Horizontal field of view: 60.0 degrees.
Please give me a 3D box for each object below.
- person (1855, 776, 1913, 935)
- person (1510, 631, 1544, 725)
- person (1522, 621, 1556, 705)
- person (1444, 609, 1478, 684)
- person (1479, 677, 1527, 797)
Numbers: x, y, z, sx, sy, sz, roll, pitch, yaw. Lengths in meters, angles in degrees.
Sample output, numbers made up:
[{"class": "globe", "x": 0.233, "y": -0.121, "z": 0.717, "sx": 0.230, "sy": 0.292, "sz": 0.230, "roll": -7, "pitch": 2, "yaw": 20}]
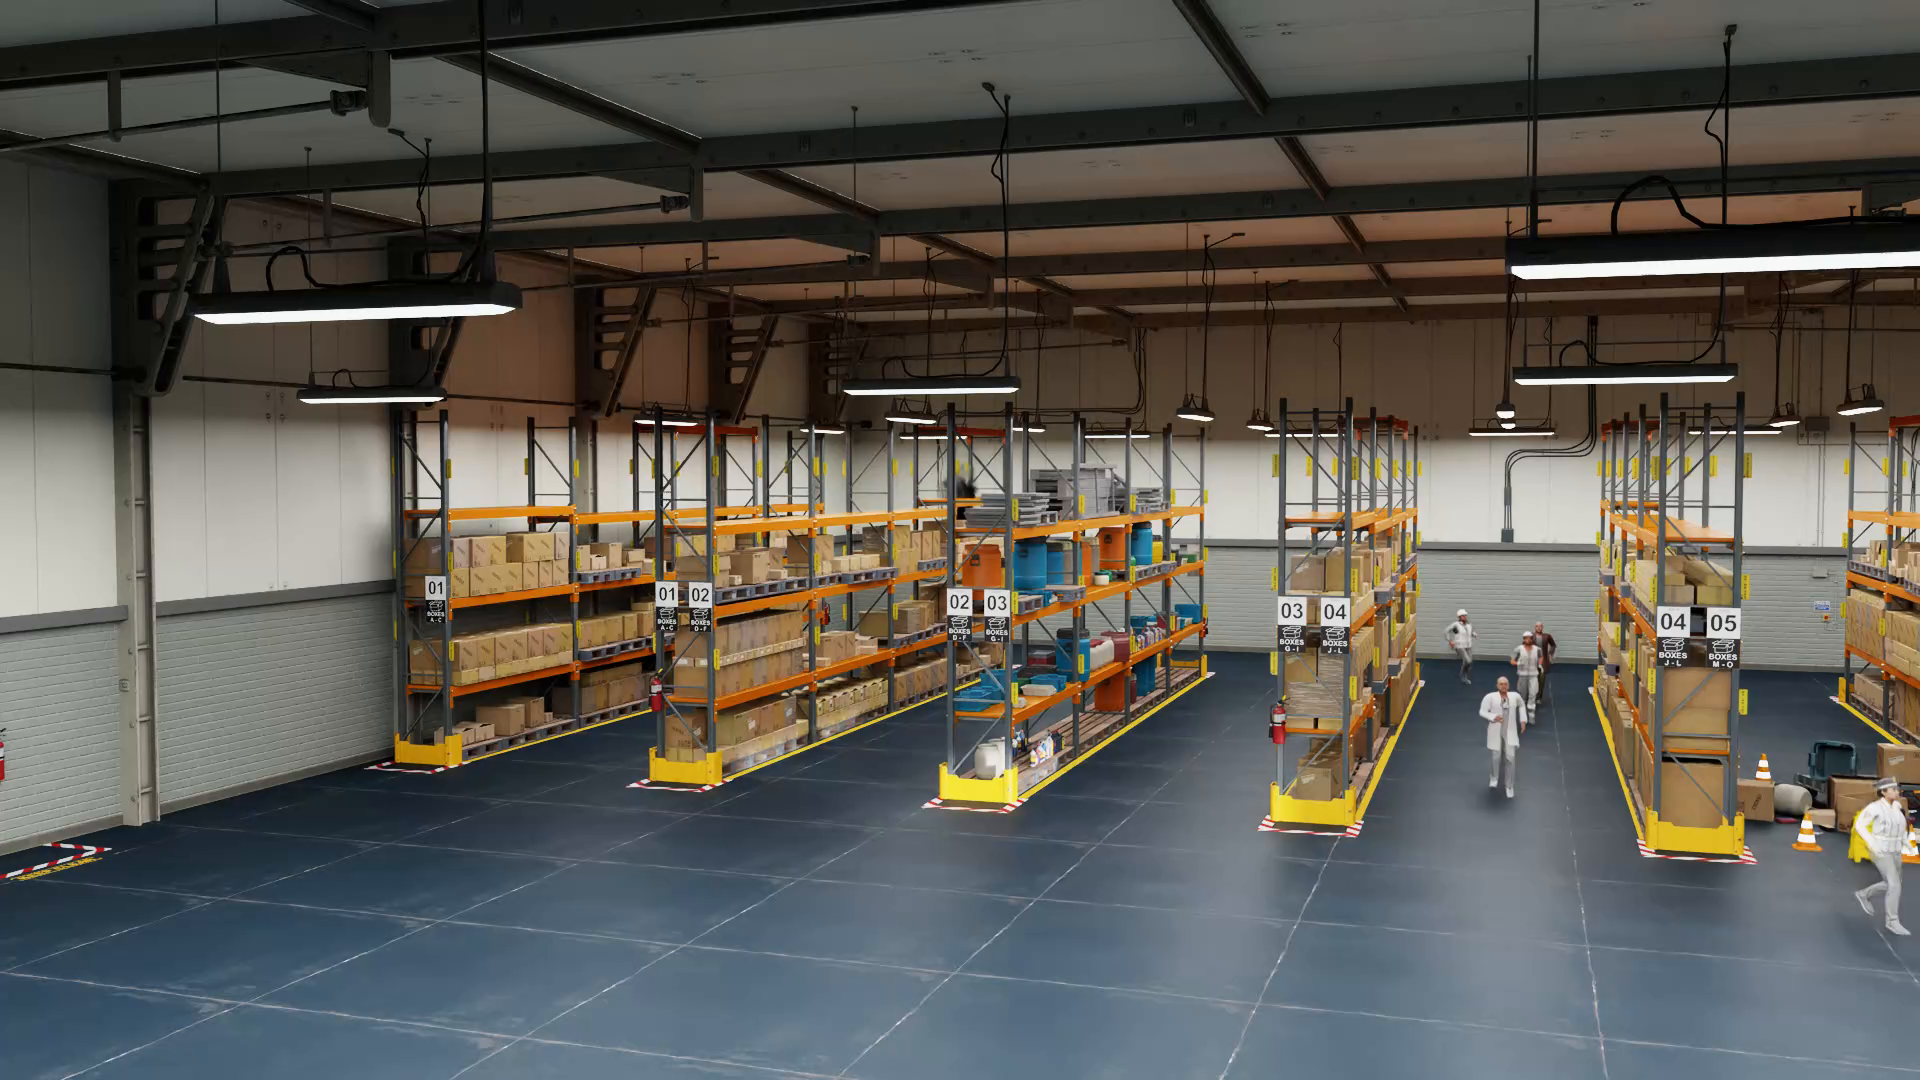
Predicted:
[{"class": "person", "x": 10.048, "y": 3.400, "z": 18.136, "sx": 0.640, "sy": 1.696, "sz": 0.710, "roll": -1, "pitch": 3, "yaw": -23}, {"class": "person", "x": 11.131, "y": 2.678, "z": 32.629, "sx": 0.635, "sy": 1.778, "sz": 0.984, "roll": 0, "pitch": 2, "yaw": 11}, {"class": "person", "x": 12.352, "y": 2.613, "z": 35.507, "sx": 0.723, "sy": 1.755, "sz": 0.865, "roll": 1, "pitch": 3, "yaw": 18}, {"class": "person", "x": 11.642, "y": 2.477, "z": 38.500, "sx": 0.776, "sy": 1.743, "sz": 0.635, "roll": -1, "pitch": 3, "yaw": -23}, {"class": "person", "x": 8.375, "y": 3.030, "z": 25.638, "sx": 0.736, "sy": 1.865, "sz": 0.838, "roll": 0, "pitch": 2, "yaw": 10}]
